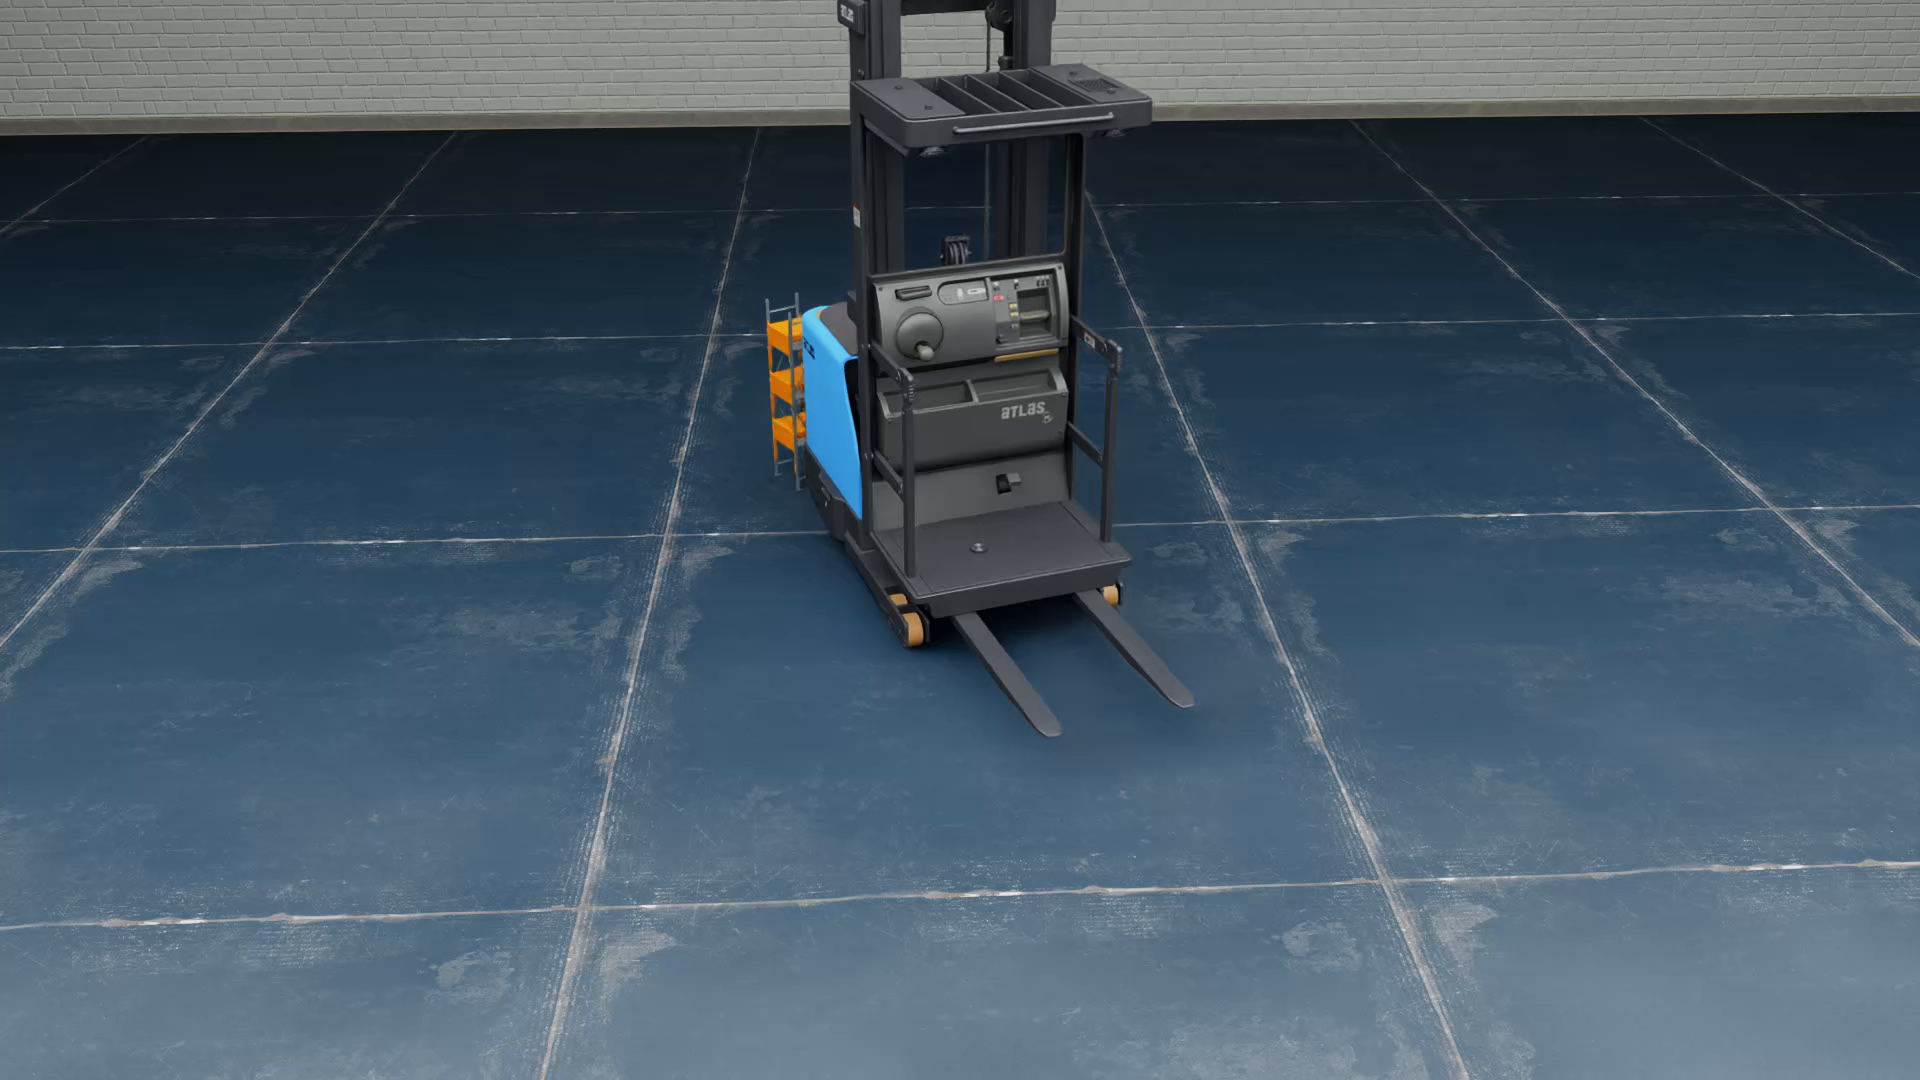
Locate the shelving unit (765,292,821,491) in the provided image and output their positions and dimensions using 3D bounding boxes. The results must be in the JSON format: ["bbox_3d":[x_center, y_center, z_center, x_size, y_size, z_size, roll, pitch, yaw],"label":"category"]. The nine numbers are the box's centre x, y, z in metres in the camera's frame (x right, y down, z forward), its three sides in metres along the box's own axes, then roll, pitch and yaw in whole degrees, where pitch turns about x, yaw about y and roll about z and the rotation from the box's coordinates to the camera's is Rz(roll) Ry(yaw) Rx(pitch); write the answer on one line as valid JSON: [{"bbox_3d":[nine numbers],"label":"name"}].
[{"bbox_3d":[-0.897,-0.811,9.169,0.215,1.050,0.252,-18,32,-30],"label":"shelving unit"}]

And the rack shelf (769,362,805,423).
[{"bbox_3d":[-0.897,-0.801,9.174,0.215,0.259,0.240,-18,32,-30],"label":"rack shelf"}]

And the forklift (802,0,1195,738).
[{"bbox_3d":[0.140,-1.013,7.522,1.130,2.935,3.031,-10,29,-18],"label":"forklift"}]

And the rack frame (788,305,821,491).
[{"bbox_3d":[-0.827,-0.764,9.080,0.200,1.050,0.008,-18,32,-30],"label":"rack frame"}]

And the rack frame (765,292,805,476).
[{"bbox_3d":[-0.966,-0.857,9.258,0.200,1.050,0.008,-18,32,-30],"label":"rack frame"}]

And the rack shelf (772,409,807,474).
[{"bbox_3d":[-0.897,-0.555,9.302,0.215,0.259,0.240,-18,32,-30],"label":"rack shelf"}]

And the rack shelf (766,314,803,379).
[{"bbox_3d":[-0.896,-1.053,9.043,0.215,0.259,0.240,-18,32,-30],"label":"rack shelf"}]
